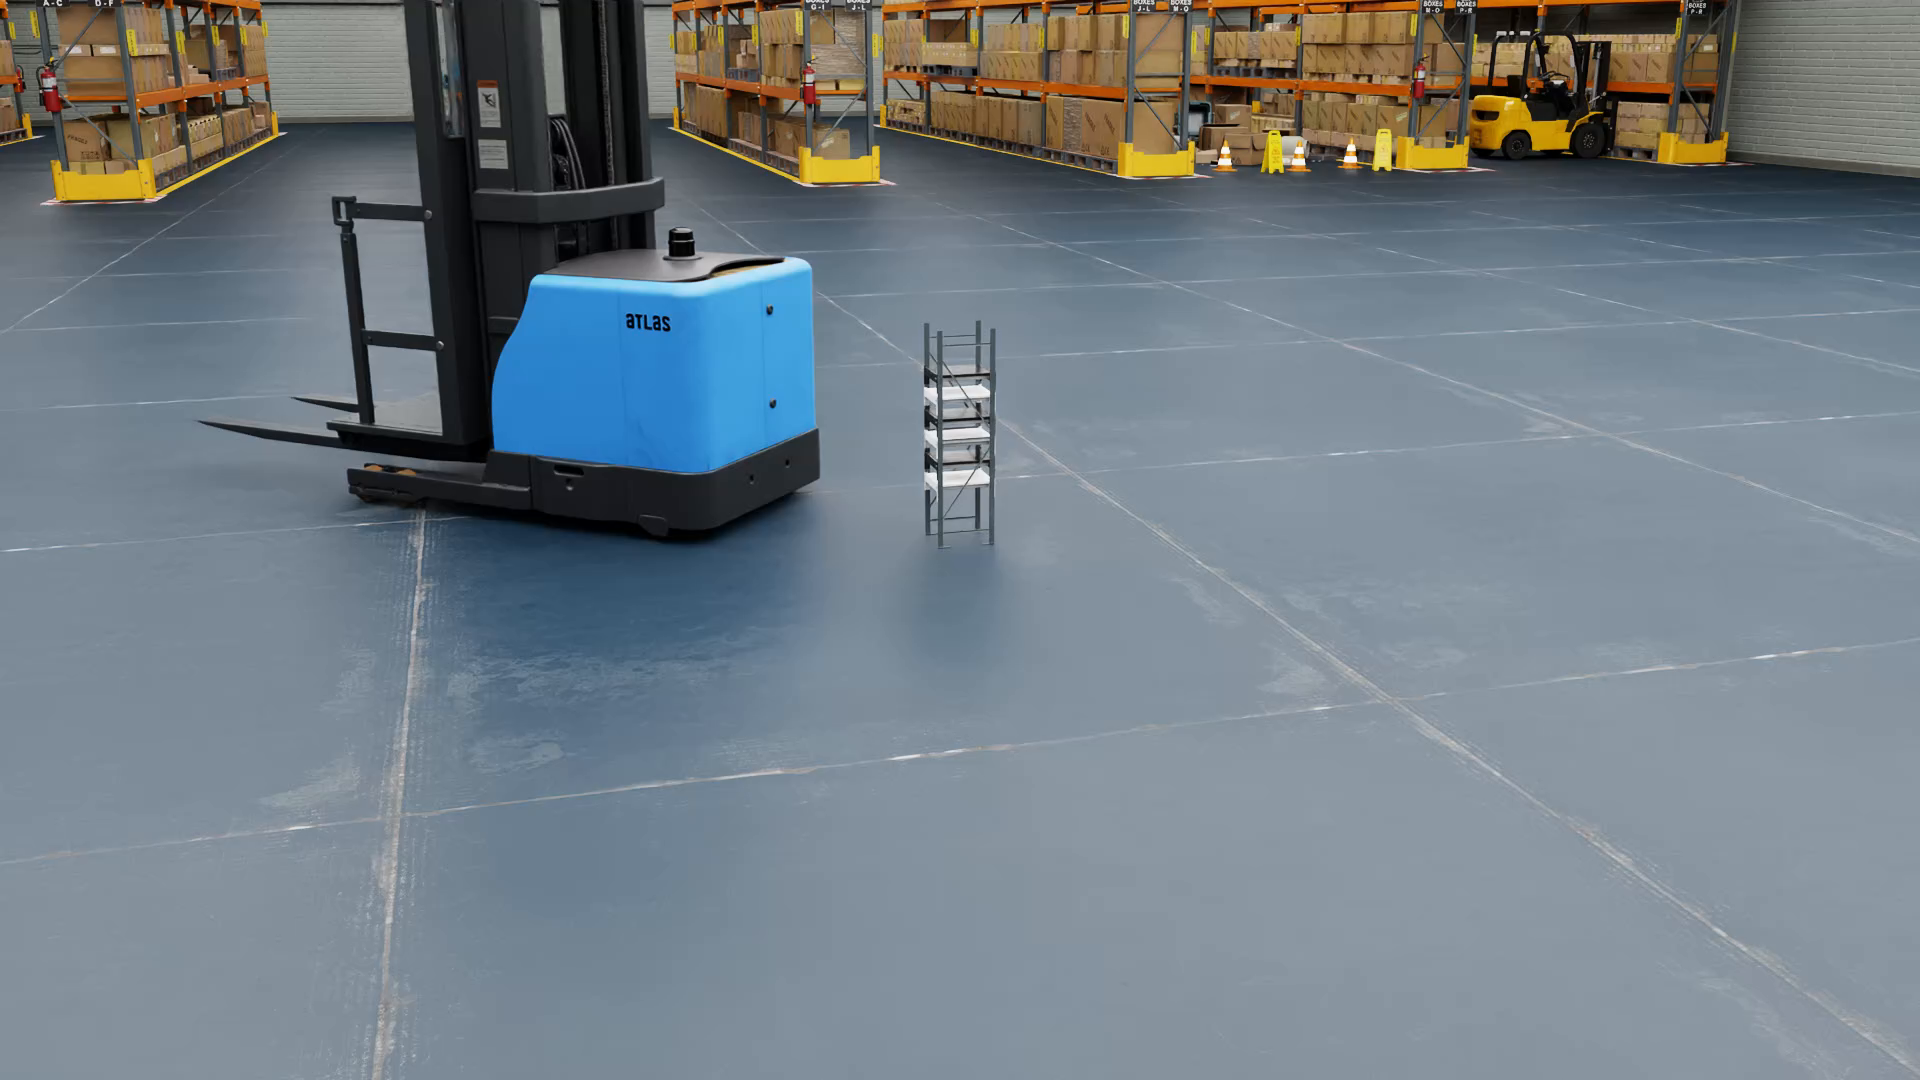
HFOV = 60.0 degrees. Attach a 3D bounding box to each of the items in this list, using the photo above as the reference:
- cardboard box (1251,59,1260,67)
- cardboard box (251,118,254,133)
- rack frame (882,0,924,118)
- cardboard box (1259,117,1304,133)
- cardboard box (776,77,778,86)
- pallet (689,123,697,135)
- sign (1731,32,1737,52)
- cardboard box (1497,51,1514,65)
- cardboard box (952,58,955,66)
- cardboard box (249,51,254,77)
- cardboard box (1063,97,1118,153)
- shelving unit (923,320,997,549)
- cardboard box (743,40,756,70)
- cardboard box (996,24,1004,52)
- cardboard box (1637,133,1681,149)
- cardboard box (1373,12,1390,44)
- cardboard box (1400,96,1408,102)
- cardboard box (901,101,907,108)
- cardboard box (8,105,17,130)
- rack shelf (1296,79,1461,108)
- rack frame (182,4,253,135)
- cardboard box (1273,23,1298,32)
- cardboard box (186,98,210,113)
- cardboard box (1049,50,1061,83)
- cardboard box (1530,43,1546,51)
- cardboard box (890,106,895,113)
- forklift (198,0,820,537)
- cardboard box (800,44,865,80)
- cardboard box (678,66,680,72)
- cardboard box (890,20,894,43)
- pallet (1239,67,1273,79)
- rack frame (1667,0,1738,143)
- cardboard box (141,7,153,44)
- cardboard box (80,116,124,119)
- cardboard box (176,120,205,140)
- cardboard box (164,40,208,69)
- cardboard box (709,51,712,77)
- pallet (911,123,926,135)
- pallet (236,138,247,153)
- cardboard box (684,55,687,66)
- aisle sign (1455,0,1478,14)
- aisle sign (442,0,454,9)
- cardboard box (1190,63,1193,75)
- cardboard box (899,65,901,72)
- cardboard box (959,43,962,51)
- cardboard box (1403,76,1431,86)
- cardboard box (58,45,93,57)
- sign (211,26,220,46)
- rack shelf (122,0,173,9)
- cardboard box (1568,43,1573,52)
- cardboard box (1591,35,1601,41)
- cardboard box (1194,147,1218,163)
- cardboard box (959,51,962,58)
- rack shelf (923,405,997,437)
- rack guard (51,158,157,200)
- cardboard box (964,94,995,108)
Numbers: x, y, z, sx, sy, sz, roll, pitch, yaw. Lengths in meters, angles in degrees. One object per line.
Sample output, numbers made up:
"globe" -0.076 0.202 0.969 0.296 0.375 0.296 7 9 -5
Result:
"cardboard box" 5.873 -9.268 32.298 0.380 0.149 0.250 -4 17 -14
"cardboard box" -14.496 -8.340 33.410 0.500 0.311 0.500 -5 17 -15
"rack frame" -1.365 -11.536 40.143 1.000 3.000 0.127 -5 17 -15
"cardboard box" 6.317 -7.922 31.950 0.950 0.372 0.625 -4 17 -12
"cardboard box" -2.727 -7.305 26.495 0.380 0.149 0.250 -5 17 -15
"pallet" -5.535 -9.285 37.495 1.003 0.211 1.213 -5 17 -15
"sign" 13.071 -8.418 28.120 0.100 0.325 0.005 -5 17 -15
"cardboard box" 10.907 -9.455 32.605 0.500 0.250 0.500 -5 17 -17
"cardboard box" 0.053 -9.713 33.781 0.380 0.149 0.250 -5 17 -16
"cardboard box" -14.610 -9.635 33.640 0.500 0.500 0.500 -4 17 -14
"cardboard box" 2.290 -6.972 27.911 0.875 0.875 0.875 -5 17 -15
"shelving unit" -0.002 -0.433 6.830 0.258 0.900 0.210 -5 17 -15
"cardboard box" -3.429 -8.575 29.377 0.797 0.503 0.637 -3 17 -10
"cardboard box" 1.088 -9.585 31.736 0.700 0.500 0.500 -5 17 -16
"cardboard box" 12.102 -6.912 28.800 0.500 0.250 0.500 -5 17 -15
"cardboard box" 7.282 -8.464 27.485 0.700 0.500 0.500 -5 17 -15
"cardboard box" 9.853 -9.640 36.319 0.380 0.149 0.250 -6 18 -18
"cardboard box" -1.167 -10.123 38.628 0.380 0.149 0.250 -4 17 -14
"cardboard box" -20.161 -8.815 34.700 0.700 0.500 0.500 -5 17 -15
"rack shelf" 7.214 -7.738 28.750 1.077 0.370 4.000 -5 17 -15
"rack frame" -14.588 -9.283 32.643 1.000 3.000 0.127 -5 17 -15
"cardboard box" 6.119 -9.638 31.274 0.380 0.149 0.250 -5 17 -17
"cardboard box" -14.277 -8.088 30.939 0.500 0.250 0.500 -5 17 -16
"cardboard box" 2.046 -8.188 28.734 0.875 0.550 0.550 -5 17 -15
"cardboard box" 11.129 -9.465 31.947 0.380 0.149 0.250 -4 17 -13
"cardboard box" -1.447 -10.269 39.633 0.380 0.149 0.250 -5 17 -16
"forklift" -2.205 -1.680 7.451 3.031 2.935 1.130 7 18 23
"cardboard box" -1.889 -7.091 24.653 0.875 0.500 0.500 -5 17 -15
"cardboard box" -6.239 -10.786 38.081 0.380 0.149 0.250 -5 17 -17
"cardboard box" -1.352 -11.921 38.996 0.500 0.500 0.500 -4 17 -14
"pallet" 6.149 -9.106 32.387 1.003 0.211 1.213 -5 17 -15
"rack frame" 12.535 -7.923 28.115 1.000 3.000 0.127 -5 17 -15
"cardboard box" -11.985 -7.339 23.742 0.700 0.500 0.500 -5 17 -15
"cardboard box" -12.149 -5.746 23.613 0.500 0.500 0.500 -5 17 -15
"cardboard box" -12.540 -6.639 26.916 0.500 0.311 0.500 -5 18 -17
"cardboard box" -13.771 -8.591 29.435 0.700 0.500 0.500 -12 20 -34
"cardboard box" -4.753 -9.546 33.345 0.500 0.500 0.500 -4 17 -14
"pallet" -0.484 -9.277 37.470 1.003 0.211 1.213 -5 17 -15
"pallet" -13.990 -7.388 31.180 1.003 0.211 1.213 -5 17 -15
"cardboard box" -5.857 -10.662 36.976 0.500 0.250 0.500 -5 17 -16
"aisle sign" 8.079 -8.782 26.456 0.394 0.787 0.004 -5 17 -15
"aisle sign" -6.793 -7.556 22.375 0.394 0.787 0.004 -5 17 -15
"cardboard box" 5.021 -9.930 35.057 0.500 0.250 0.500 -4 17 -14
"cardboard box" -1.205 -11.017 38.850 0.380 0.149 0.250 -5 17 -16
"cardboard box" 0.191 -9.858 33.229 0.380 0.149 0.250 -5 17 -16
"cardboard box" 7.455 -7.496 27.129 0.380 0.149 0.250 -4 17 -13
"cardboard box" -11.579 -6.413 21.787 0.380 0.149 0.250 -5 17 -16
"sign" -12.956 -8.776 28.942 0.100 0.325 0.005 -5 17 -15
"rack shelf" -11.840 -7.609 23.107 1.077 0.370 4.000 -5 17 -15
"cardboard box" 11.438 -9.064 30.611 0.380 0.149 0.250 -4 17 -14
"cardboard box" 11.669 -9.069 30.111 0.380 0.149 0.250 -5 17 -15
"cardboard box" 4.176 -6.578 28.388 0.396 0.266 0.258 -2 17 -6
"cardboard box" 0.185 -9.721 33.289 0.380 0.149 0.250 -4 17 -13
"rack shelf" -0.002 -0.488 6.814 0.258 0.077 0.200 -5 17 -15
"rack guard" -11.284 -4.760 21.930 1.175 0.500 0.348 -5 17 -15
"cardboard box" 0.394 -8.855 33.528 0.500 0.250 0.500 -5 17 -17
